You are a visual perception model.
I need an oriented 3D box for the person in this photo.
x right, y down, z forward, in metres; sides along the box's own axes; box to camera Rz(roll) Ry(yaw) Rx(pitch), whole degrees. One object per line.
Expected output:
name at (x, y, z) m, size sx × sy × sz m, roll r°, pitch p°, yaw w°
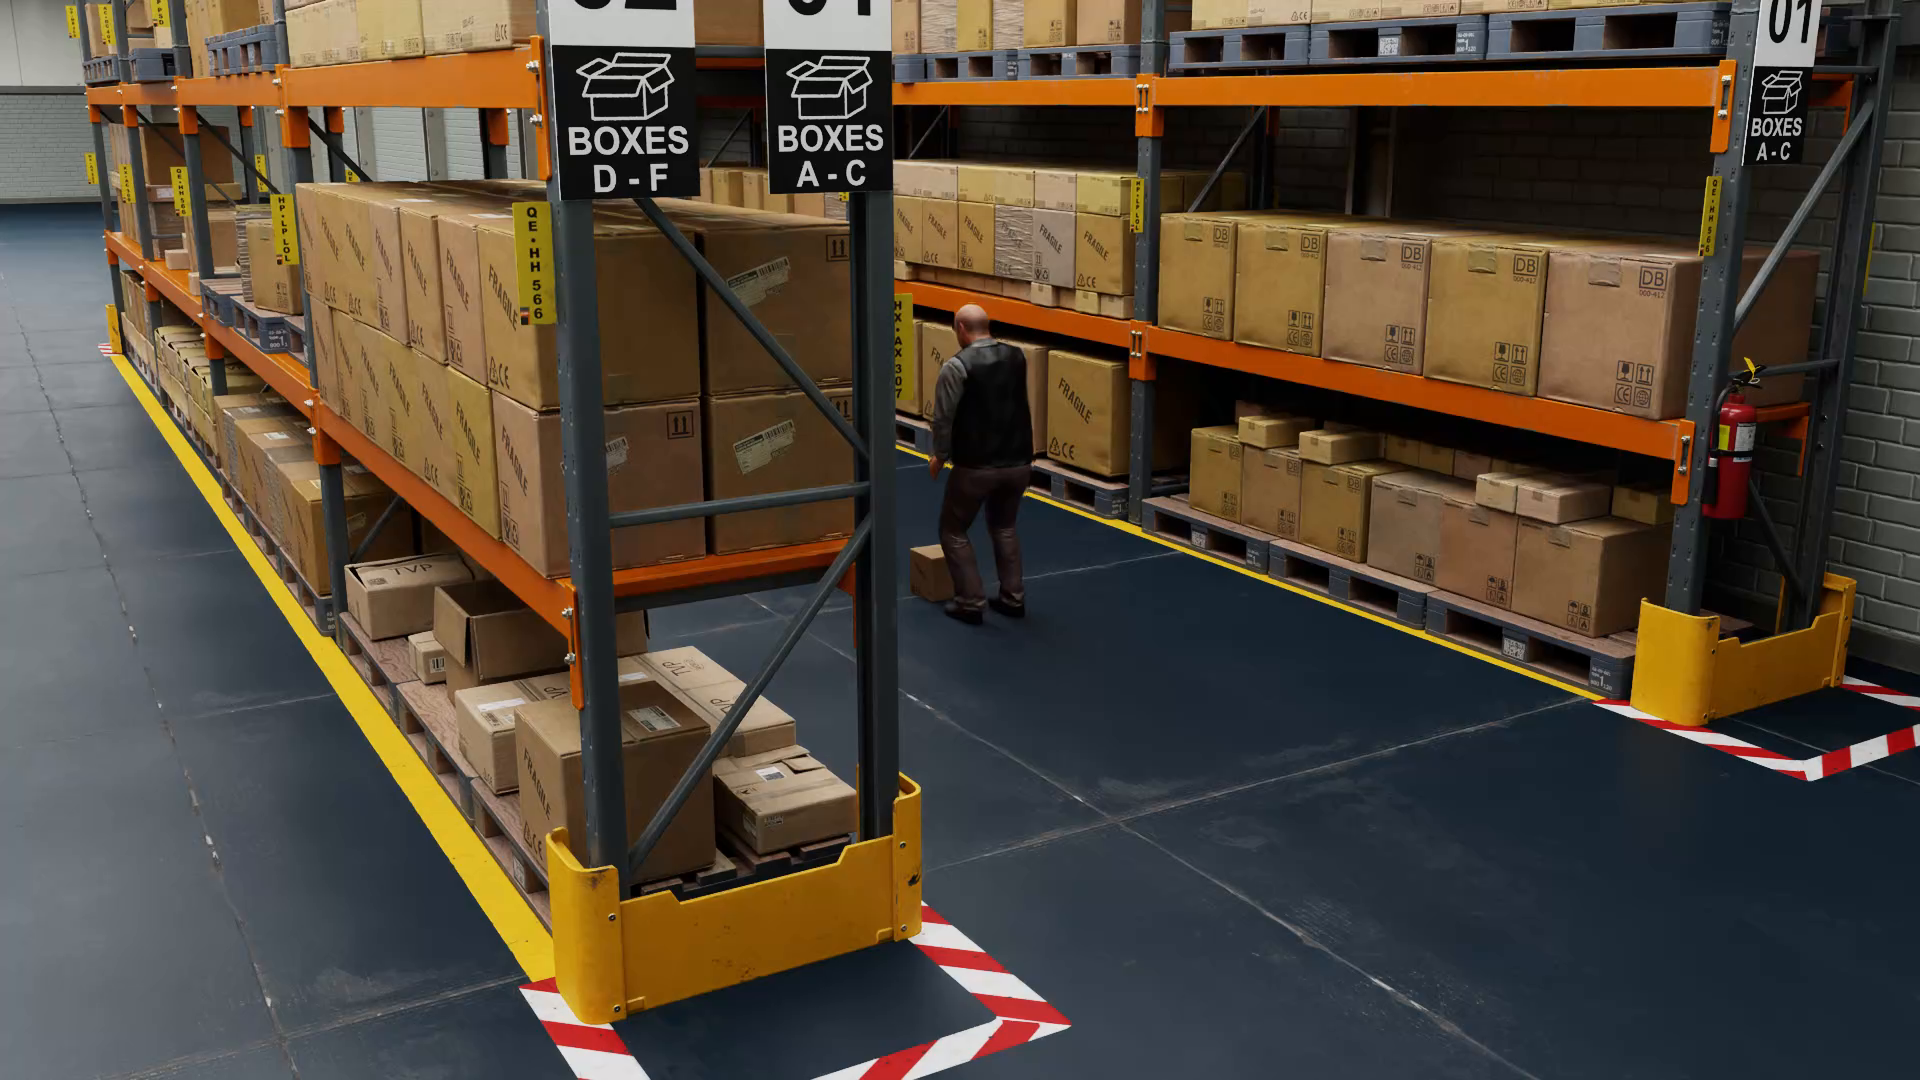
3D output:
person at (0.112, -0.390, 8.694) m, size 0.563 × 1.656 × 0.420 m, roll -8°, pitch 17°, yaw -28°
